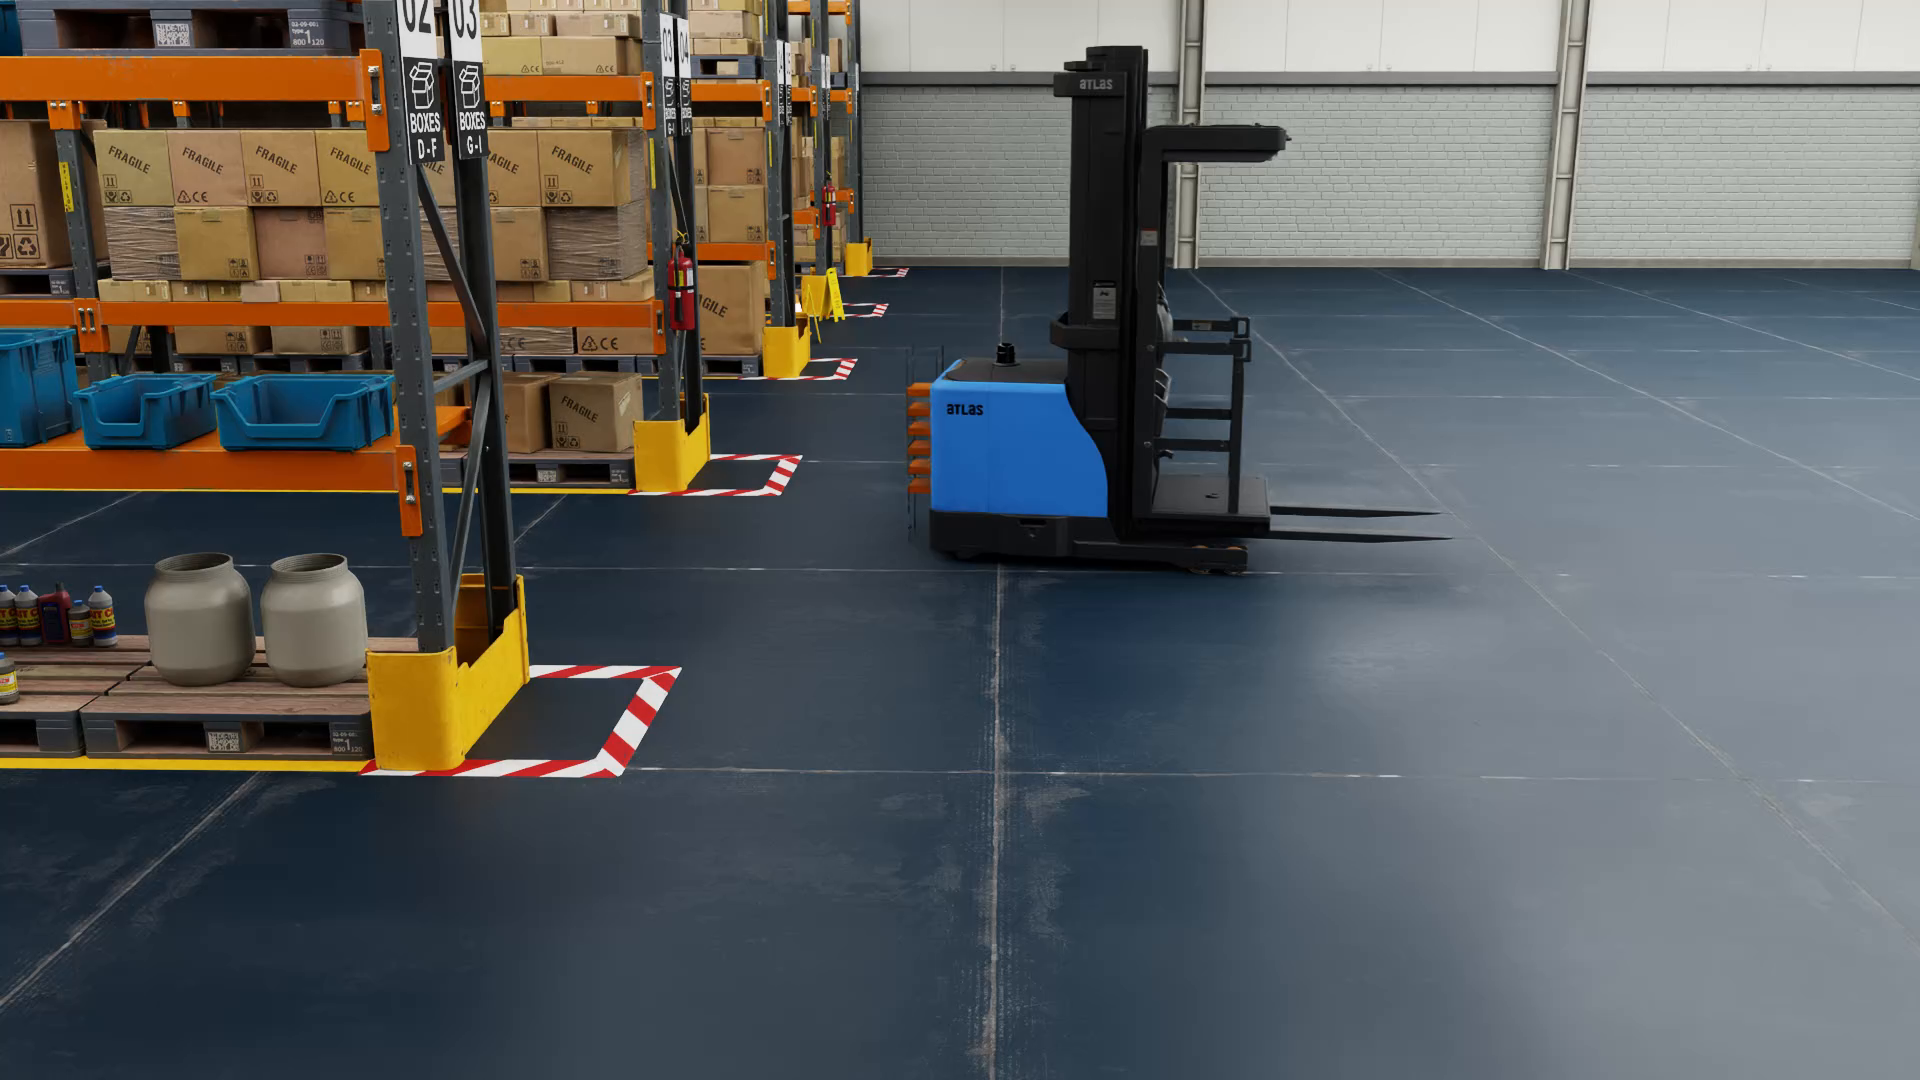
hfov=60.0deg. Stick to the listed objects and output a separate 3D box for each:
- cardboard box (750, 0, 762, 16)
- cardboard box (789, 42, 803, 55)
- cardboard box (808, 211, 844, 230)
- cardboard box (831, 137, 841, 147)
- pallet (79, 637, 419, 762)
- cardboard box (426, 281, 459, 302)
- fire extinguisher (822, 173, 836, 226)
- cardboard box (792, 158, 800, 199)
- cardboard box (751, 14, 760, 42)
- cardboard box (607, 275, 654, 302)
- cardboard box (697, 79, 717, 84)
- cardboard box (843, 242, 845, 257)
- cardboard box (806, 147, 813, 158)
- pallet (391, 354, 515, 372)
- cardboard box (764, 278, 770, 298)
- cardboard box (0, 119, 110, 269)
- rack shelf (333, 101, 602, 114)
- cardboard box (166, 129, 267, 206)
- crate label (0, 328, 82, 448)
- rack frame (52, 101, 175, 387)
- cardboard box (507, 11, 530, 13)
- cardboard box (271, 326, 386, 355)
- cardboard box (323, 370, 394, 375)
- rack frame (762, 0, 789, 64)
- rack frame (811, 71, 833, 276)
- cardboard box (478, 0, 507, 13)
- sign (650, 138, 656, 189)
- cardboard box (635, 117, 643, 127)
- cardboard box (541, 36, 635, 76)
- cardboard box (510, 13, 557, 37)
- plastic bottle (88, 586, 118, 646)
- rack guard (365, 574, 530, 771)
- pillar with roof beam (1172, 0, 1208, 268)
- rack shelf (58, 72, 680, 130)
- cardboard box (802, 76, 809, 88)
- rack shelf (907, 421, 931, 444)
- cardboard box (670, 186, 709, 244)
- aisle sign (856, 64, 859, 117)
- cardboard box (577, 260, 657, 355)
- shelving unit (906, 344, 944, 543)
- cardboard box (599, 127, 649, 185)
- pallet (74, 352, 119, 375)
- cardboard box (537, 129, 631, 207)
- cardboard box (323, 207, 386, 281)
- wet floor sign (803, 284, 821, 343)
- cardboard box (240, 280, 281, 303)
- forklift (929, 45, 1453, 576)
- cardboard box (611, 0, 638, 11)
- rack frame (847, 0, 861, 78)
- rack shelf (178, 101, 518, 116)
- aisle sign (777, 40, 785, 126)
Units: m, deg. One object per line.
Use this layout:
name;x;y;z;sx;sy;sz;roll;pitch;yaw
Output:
cardboard box;-2.108;-5.247;16.377;0.250;0.149;0.380;1;15;2
cardboard box;-2.103;-6.102;20.638;0.250;0.149;0.380;1;15;2
cardboard box;-2.102;-5.007;26.045;0.500;0.250;0.500;1;15;3
cardboard box;-1.998;-6.181;25.837;0.250;0.149;0.380;0;15;2
pallet;-3.026;0.683;7.338;1.213;0.211;1.003;0;15;1
cardboard box;-3.550;-1.765;11.643;0.250;0.149;0.380;0;15;1
fire extinguisher;-1.655;-4.305;20.929;0.183;0.674;0.296;0;15;1
cardboard box;-2.307;-4.586;21.064;0.500;0.500;0.500;0;15;0
cardboard box;-2.258;-5.039;16.372;0.500;0.250;0.500;0;15;1
cardboard box;-2.300;-1.761;11.628;0.250;0.149;0.380;0;15;1
cardboard box;-3.137;-5.732;20.800;0.250;0.149;0.380;0;15;1
cardboard box;-2.120;-4.653;26.664;0.500;0.250;0.500;0;15;2
cardboard box;-2.244;-6.013;25.785;0.250;0.149;0.380;1;15;2
pallet;-5.023;-1.851;16.940;1.213;0.211;1.003;0;15;1
cardboard box;-2.596;-3.271;21.425;0.500;0.250;0.500;0;15;1
cardboard box;-6.800;-2.494;11.912;1.000;1.000;1.000;0;15;2
rack shelf;-7.632;-6.868;26.023;4.000;0.370;1.077;0;15;1
cardboard box;-5.066;-2.565;11.441;0.500;0.500;0.500;0;15;1
crate label;-3.984;-0.630;6.780;0.616;0.435;0.502;0;15;1
rack frame;-6.009;-1.960;11.887;0.127;3.000;1.000;0;15;1
cardboard box;-4.291;-4.916;15.906;0.500;0.250;0.500;0;15;1
cardboard box;-6.404;-2.320;16.841;0.750;0.750;1.050;0;15;1
cardboard box;-4.415;-0.955;12.158;0.500;0.500;0.500;-1;15;-4
rack frame;-1.783;-6.098;15.815;0.127;3.000;1.000;0;15;1
rack frame;-1.757;-4.461;21.367;0.127;3.000;1.000;0;15;1
cardboard box;-3.487;-3.896;11.589;0.500;0.500;0.500;0;15;1
sign;-2.044;-2.505;11.064;0.005;0.325;0.100;0;15;1
cardboard box;-3.787;-5.105;21.070;0.500;0.500;0.700;0;15;1
cardboard box;-2.499;-3.250;11.191;0.500;0.250;0.500;1;15;3
cardboard box;-2.829;-3.432;11.100;0.250;0.149;0.380;0;15;-1
plastic bottle;-3.941;0.345;7.639;0.097;0.271;0.097;0;15;0
rack guard;-2.214;0.550;7.276;0.348;0.500;1.175;0;15;1
pillar with roof beam;3.581;-7.725;21.979;0.400;9.000;9.100;0;15;1
rack shelf;-4.010;-3.049;11.547;4.000;0.370;1.077;0;15;1
cardboard box;-2.080;-5.875;21.339;0.250;0.149;0.380;0;15;1
rack shelf;-0.212;-0.663;10.204;0.180;0.103;0.258;2;15;9
cardboard box;-2.705;-3.259;16.519;0.550;0.550;0.875;0;15;1
aisle sign;-1.576;-6.908;25.548;0.004;0.787;0.394;0;15;1
cardboard box;-3.342;-2.366;16.770;0.875;0.875;0.875;0;15;1
shelving unit;-0.212;-0.590;10.224;0.189;1.200;0.258;2;15;9
cardboard box;-3.261;-3.823;16.540;0.550;0.550;0.875;0;15;1
pallet;-8.994;-1.877;17.041;1.213;0.211;1.003;0;15;1
cardboard box;-2.566;-2.550;11.385;0.500;0.500;0.500;0;15;1
cardboard box;-4.061;-2.129;11.752;0.500;0.500;0.875;0;15;1
wet floor sign;-1.703;-2.564;18.794;0.232;0.644;0.267;-2;15;-8
cardboard box;-4.802;-1.749;11.582;0.250;0.149;0.380;0;15;1
forklift;1.378;-1.358;9.741;3.031;2.935;1.130;2;15;9
cardboard box;-3.142;-5.086;15.768;0.250;0.149;0.380;0;15;2
rack frame;-1.634;-8.627;25.400;0.127;3.000;1.000;0;15;1
rack shelf;-7.755;-5.602;21.225;4.000;0.370;1.077;0;15;1
aisle sign;-1.719;-4.378;15.957;0.004;0.787;0.394;0;15;1
